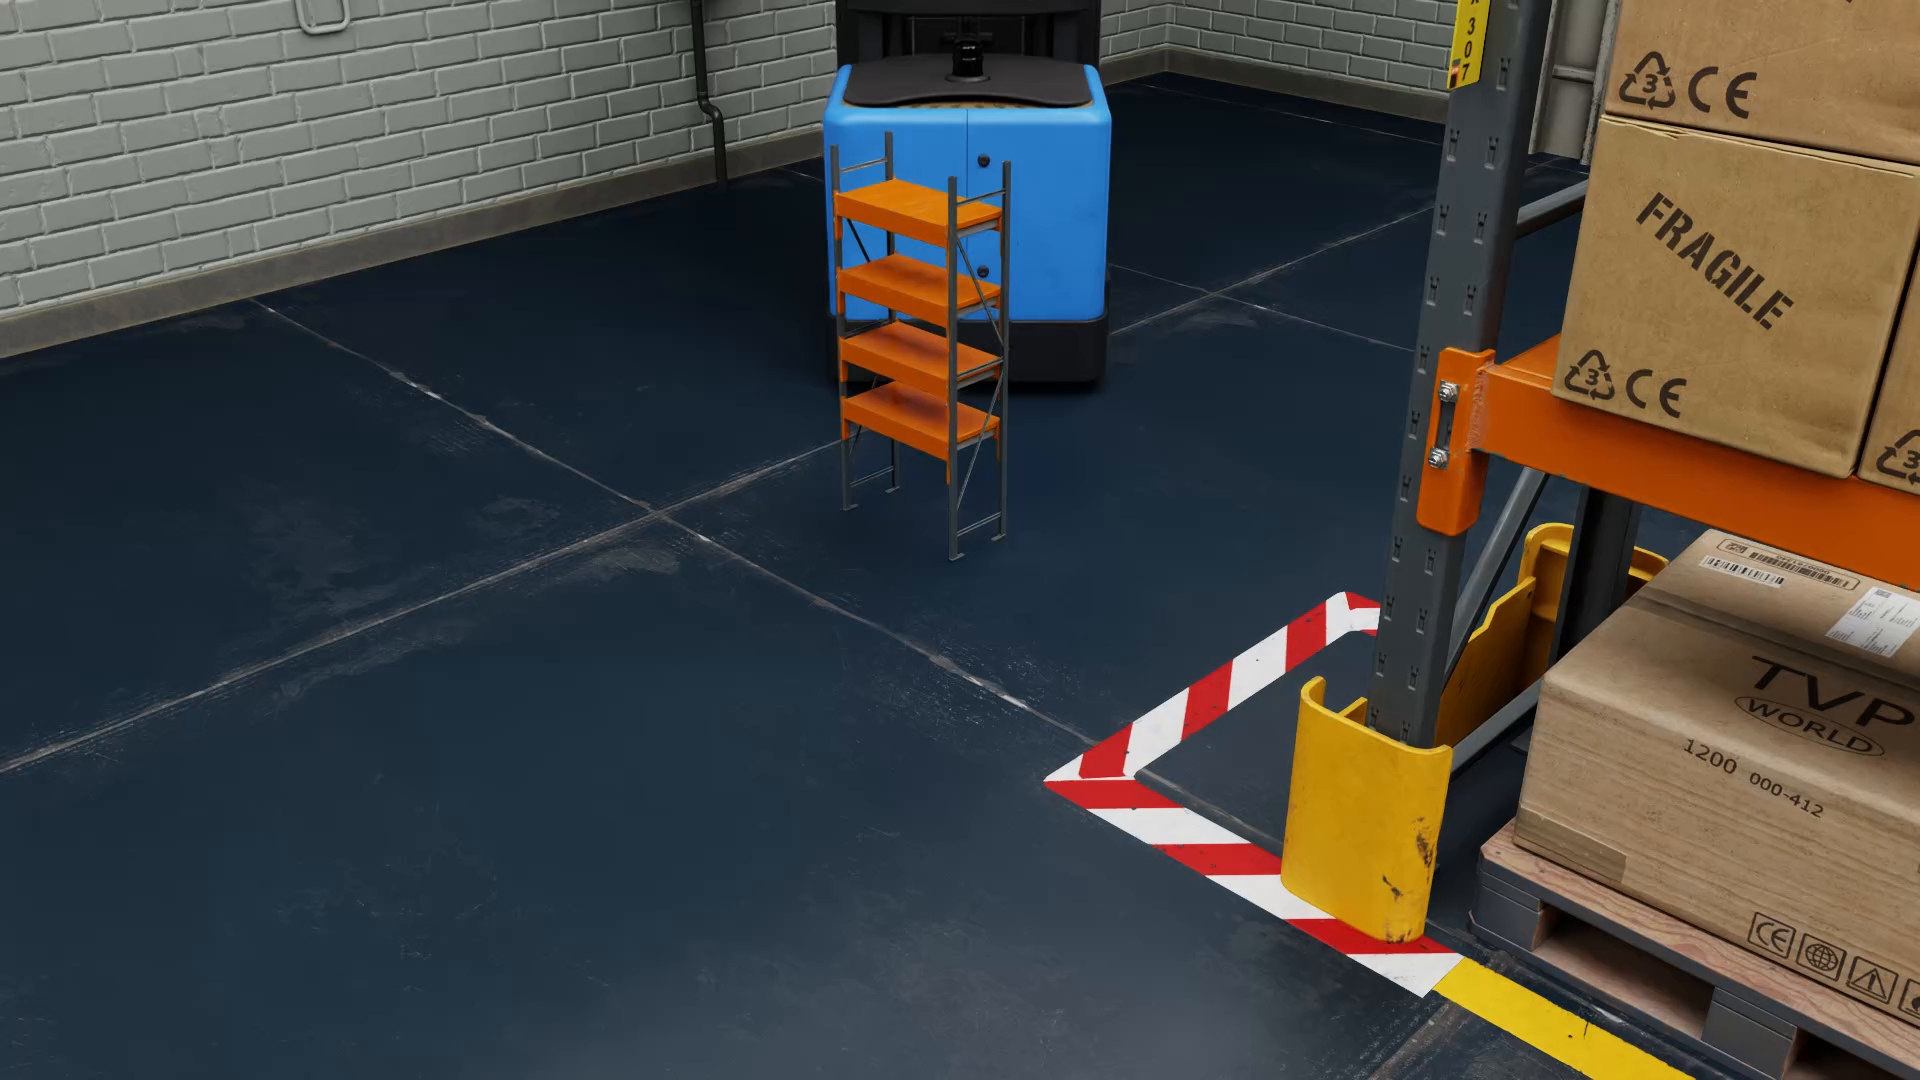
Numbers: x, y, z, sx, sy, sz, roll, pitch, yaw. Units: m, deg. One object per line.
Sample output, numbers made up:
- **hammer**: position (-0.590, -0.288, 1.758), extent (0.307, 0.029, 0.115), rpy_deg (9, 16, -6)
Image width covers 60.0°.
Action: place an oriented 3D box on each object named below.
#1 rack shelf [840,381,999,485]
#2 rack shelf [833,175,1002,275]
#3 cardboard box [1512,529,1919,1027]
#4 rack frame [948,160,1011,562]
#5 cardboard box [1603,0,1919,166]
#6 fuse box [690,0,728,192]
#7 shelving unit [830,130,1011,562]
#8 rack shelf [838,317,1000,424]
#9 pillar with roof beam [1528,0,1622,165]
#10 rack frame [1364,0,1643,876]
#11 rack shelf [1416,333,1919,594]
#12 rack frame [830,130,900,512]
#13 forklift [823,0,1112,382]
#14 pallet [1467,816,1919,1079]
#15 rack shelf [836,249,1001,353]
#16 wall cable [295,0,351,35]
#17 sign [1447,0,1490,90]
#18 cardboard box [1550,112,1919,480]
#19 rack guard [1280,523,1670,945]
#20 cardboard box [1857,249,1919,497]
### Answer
- **rack shelf**: position (-0.118, -0.350, 5.197), extent (0.480, 0.148, 0.258), rpy_deg (25, 36, 38)
- **rack shelf**: position (-0.118, -0.933, 4.891), extent (0.480, 0.148, 0.258), rpy_deg (25, 36, 38)
- **cardboard box**: position (1.791, 0.447, 3.479), extent (0.875, 0.438, 0.875), rpy_deg (23, 36, 37)
- **rack frame**: position (0.056, -0.505, 4.922), extent (0.015, 1.200, 0.240), rpy_deg (25, 36, 38)
- **cardboard box**: position (1.393, -0.919, 2.594), extent (0.500, 0.500, 0.500), rpy_deg (24, 36, 37)
- **fuse box**: position (-1.210, -2.595, 8.347), extent (0.414, 1.711, 0.539), rpy_deg (25, 36, 38)
- **shelving unit**: position (-0.118, -0.585, 5.073), extent (0.503, 1.200, 0.258), rpy_deg (25, 36, 38)
- **rack shelf**: position (-0.118, -0.526, 5.105), extent (0.480, 0.148, 0.258), rpy_deg (25, 36, 38)
- **pillar with roof beam**: position (0.419, -4.738, 4.591), extent (0.400, 9.000, 9.100), rpy_deg (25, 36, 38)
- **rack frame**: position (1.251, -0.684, 3.327), extent (0.127, 3.000, 1.000), rpy_deg (25, 36, 38)
- **rack shelf**: position (2.677, 0.287, 2.254), extent (4.000, 0.370, 1.077), rpy_deg (25, 36, 38)
- **rack frame**: position (-0.292, -0.665, 5.225), extent (0.015, 1.200, 0.240), rpy_deg (25, 36, 38)
- **forklift**: position (0.035, -2.529, 6.911), extent (1.130, 2.935, 3.031), rpy_deg (0, 28, 0)
- **pallet**: position (1.876, 0.786, 3.529), extent (1.213, 0.211, 1.003), rpy_deg (25, 36, 38)
- **rack shelf**: position (-0.118, -0.724, 5.001), extent (0.480, 0.148, 0.258), rpy_deg (25, 36, 38)
- **wall cable**: position (-2.786, -2.979, 6.568), extent (0.123, 1.953, 0.585), rpy_deg (25, 36, 38)
- **sign**: position (0.857, -0.920, 2.761), extent (0.005, 0.325, 0.100), rpy_deg (25, 36, 38)
- **cardboard box**: position (1.392, -0.476, 2.825), extent (0.500, 0.500, 0.500), rpy_deg (24, 36, 38)
- **rack guard**: position (1.234, 0.415, 3.924), extent (0.348, 0.500, 1.175), rpy_deg (25, 36, 38)
- **cardboard box**: position (1.772, -0.320, 2.529), extent (0.500, 0.500, 0.500), rpy_deg (24, 36, 38)
